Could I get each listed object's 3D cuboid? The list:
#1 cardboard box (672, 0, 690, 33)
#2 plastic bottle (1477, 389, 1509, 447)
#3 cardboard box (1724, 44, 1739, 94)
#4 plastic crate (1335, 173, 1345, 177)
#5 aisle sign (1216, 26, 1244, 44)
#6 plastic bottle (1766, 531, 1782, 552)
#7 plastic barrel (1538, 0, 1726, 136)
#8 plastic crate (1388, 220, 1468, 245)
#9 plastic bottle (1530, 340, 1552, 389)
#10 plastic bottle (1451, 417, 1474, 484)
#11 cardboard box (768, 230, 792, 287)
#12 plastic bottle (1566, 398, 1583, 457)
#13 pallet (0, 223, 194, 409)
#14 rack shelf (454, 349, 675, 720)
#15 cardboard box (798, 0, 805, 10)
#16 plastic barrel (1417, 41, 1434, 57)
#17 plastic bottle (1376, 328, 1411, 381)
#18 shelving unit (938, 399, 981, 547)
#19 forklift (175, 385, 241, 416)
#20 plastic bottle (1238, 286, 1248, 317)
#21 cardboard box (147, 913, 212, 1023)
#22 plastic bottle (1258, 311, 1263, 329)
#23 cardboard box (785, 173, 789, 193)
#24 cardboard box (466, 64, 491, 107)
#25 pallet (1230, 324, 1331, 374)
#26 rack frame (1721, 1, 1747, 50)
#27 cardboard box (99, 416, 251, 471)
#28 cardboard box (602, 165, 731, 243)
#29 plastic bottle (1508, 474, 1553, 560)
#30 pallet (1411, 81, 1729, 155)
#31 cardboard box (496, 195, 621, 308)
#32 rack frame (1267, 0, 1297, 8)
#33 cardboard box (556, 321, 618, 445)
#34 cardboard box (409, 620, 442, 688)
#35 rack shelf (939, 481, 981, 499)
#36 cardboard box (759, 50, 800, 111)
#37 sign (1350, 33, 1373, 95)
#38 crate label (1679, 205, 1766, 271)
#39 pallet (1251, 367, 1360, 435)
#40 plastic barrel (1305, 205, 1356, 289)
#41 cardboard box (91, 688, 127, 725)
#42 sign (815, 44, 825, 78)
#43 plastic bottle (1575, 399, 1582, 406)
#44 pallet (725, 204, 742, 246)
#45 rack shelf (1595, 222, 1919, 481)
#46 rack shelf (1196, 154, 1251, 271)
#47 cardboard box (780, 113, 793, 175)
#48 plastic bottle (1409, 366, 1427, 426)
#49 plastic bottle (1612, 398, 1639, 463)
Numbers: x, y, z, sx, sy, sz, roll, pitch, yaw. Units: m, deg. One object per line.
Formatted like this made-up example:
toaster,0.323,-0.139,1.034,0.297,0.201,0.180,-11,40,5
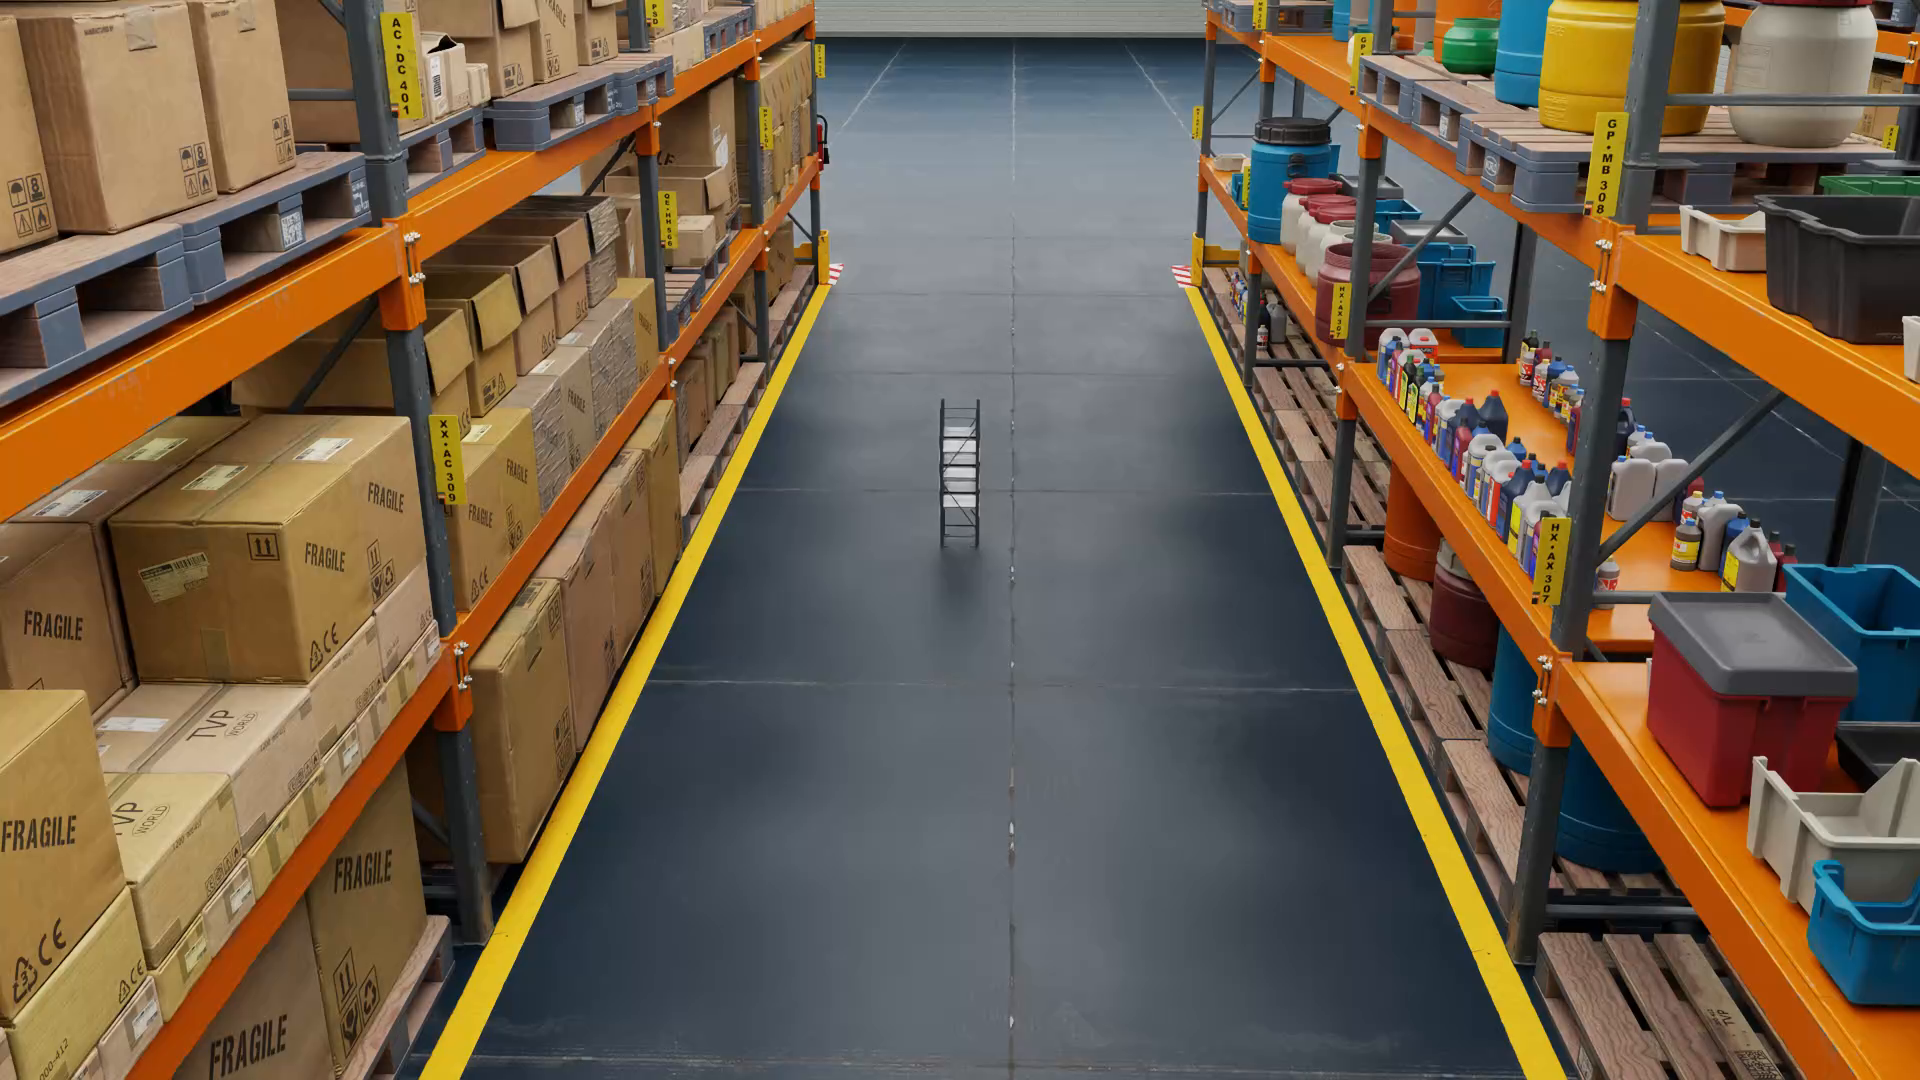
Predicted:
cardboard box,-1.926,-3.318,9.957,0.500,0.500,0.500,1,21,2
plastic bottle,2.503,-0.547,7.859,0.144,0.351,0.185,1,21,2
cardboard box,7.900,-4.535,16.138,0.700,0.500,0.500,1,21,2
plastic crate,3.180,-3.070,14.587,0.450,0.188,0.662,1,21,2
aisle sign,2.687,-5.368,16.624,0.394,0.787,0.004,1,21,2
plastic bottle,3.054,0.090,6.312,0.061,0.283,0.133,1,21,2
plastic barrel,2.438,-1.803,6.040,0.600,0.588,0.600,0,21,0
plastic crate,3.089,-1.845,11.050,0.402,0.464,0.583,1,21,2
plastic bottle,3.142,-0.946,8.981,0.061,0.283,0.133,1,21,2
plastic bottle,2.301,-0.411,7.603,0.061,0.283,0.133,1,21,2
cardboard box,-1.993,-2.770,16.396,0.500,0.500,0.500,6,22,16
plastic bottle,2.964,-0.551,7.963,0.061,0.283,0.133,1,21,2
pallet,-2.413,-0.464,3.555,1.003,0.211,1.213,1,21,2
rack shelf,-2.277,-0.231,7.971,1.077,0.370,4.000,1,21,2
cardboard box,-1.746,-5.152,15.722,0.500,0.250,0.500,1,21,2
plastic barrel,2.691,-2.650,9.281,0.294,0.245,0.294,0,21,0
plastic bottle,2.398,-1.024,9.192,0.152,0.276,0.135,1,21,2
shelving unit,0.000,-0.417,10.359,0.258,0.900,0.210,1,21,2
forklift,-5.069,-1.354,9.967,3.031,2.935,1.130,-17,27,-37
plastic bottle,2.592,-2.175,15.151,0.097,0.271,0.097,0,21,0
cardboard box,-2.073,1.040,4.050,0.380,0.149,0.250,0,21,0
plastic bottle,2.541,-1.797,14.161,0.061,0.283,0.133,2,21,4
cardboard box,-1.755,-3.235,15.067,0.380,0.149,0.250,1,21,2
cardboard box,-2.143,-1.857,6.787,0.380,0.149,0.250,0,21,-1
pallet,2.918,-1.623,14.421,1.003,0.211,1.213,1,21,2
rack frame,7.929,-4.071,16.875,1.000,3.000,0.127,1,21,2
cardboard box,-2.608,-0.091,5.376,0.500,0.500,0.500,1,21,2
cardboard box,-2.055,-2.351,11.719,0.797,0.503,0.637,3,21,7
plastic bottle,2.314,-0.101,6.711,0.144,0.351,0.185,1,21,2
pallet,2.570,-1.793,7.118,1.003,0.211,1.213,1,21,2
cardboard box,-2.255,-1.539,8.824,0.797,0.503,0.637,1,21,3
rack frame,2.856,-5.478,12.206,1.000,3.000,0.127,1,21,2
cardboard box,-2.017,-0.787,8.271,0.500,0.500,0.500,0,21,0
cardboard box,-2.020,0.388,5.729,0.380,0.149,0.250,1,21,2
rack shelf,0.000,-0.302,10.403,0.258,0.077,0.200,1,21,2
cardboard box,-1.770,-4.270,15.455,0.500,0.500,0.500,1,21,2
sign,2.184,-2.588,9.049,0.100,0.325,0.005,1,21,2
crate label,2.309,-0.890,4.894,0.293,0.136,0.466,1,21,2
pallet,2.871,-1.096,13.063,1.003,0.211,1.213,1,21,2
plastic barrel,2.572,-1.979,11.295,0.433,0.535,0.433,0,21,0
cardboard box,-2.644,0.623,4.574,0.500,0.250,0.500,1,21,3
sign,-1.419,-4.855,16.858,0.100,0.325,0.005,1,21,2
plastic bottle,3.099,-0.620,8.254,0.097,0.201,0.097,0,21,0
pallet,-2.263,-2.371,12.759,1.003,0.211,1.213,1,21,2
rack shelf,2.552,-0.128,3.561,1.077,0.370,4.000,1,21,2
rack shelf,2.917,-3.069,15.285,1.077,0.370,4.000,1,21,2
cardboard box,-1.998,-3.625,15.176,0.875,0.500,0.500,1,21,2
plastic bottle,2.327,-0.729,8.421,0.061,0.283,0.133,1,21,2
plastic bottle,3.058,-0.475,7.675,0.144,0.351,0.185,1,21,2
